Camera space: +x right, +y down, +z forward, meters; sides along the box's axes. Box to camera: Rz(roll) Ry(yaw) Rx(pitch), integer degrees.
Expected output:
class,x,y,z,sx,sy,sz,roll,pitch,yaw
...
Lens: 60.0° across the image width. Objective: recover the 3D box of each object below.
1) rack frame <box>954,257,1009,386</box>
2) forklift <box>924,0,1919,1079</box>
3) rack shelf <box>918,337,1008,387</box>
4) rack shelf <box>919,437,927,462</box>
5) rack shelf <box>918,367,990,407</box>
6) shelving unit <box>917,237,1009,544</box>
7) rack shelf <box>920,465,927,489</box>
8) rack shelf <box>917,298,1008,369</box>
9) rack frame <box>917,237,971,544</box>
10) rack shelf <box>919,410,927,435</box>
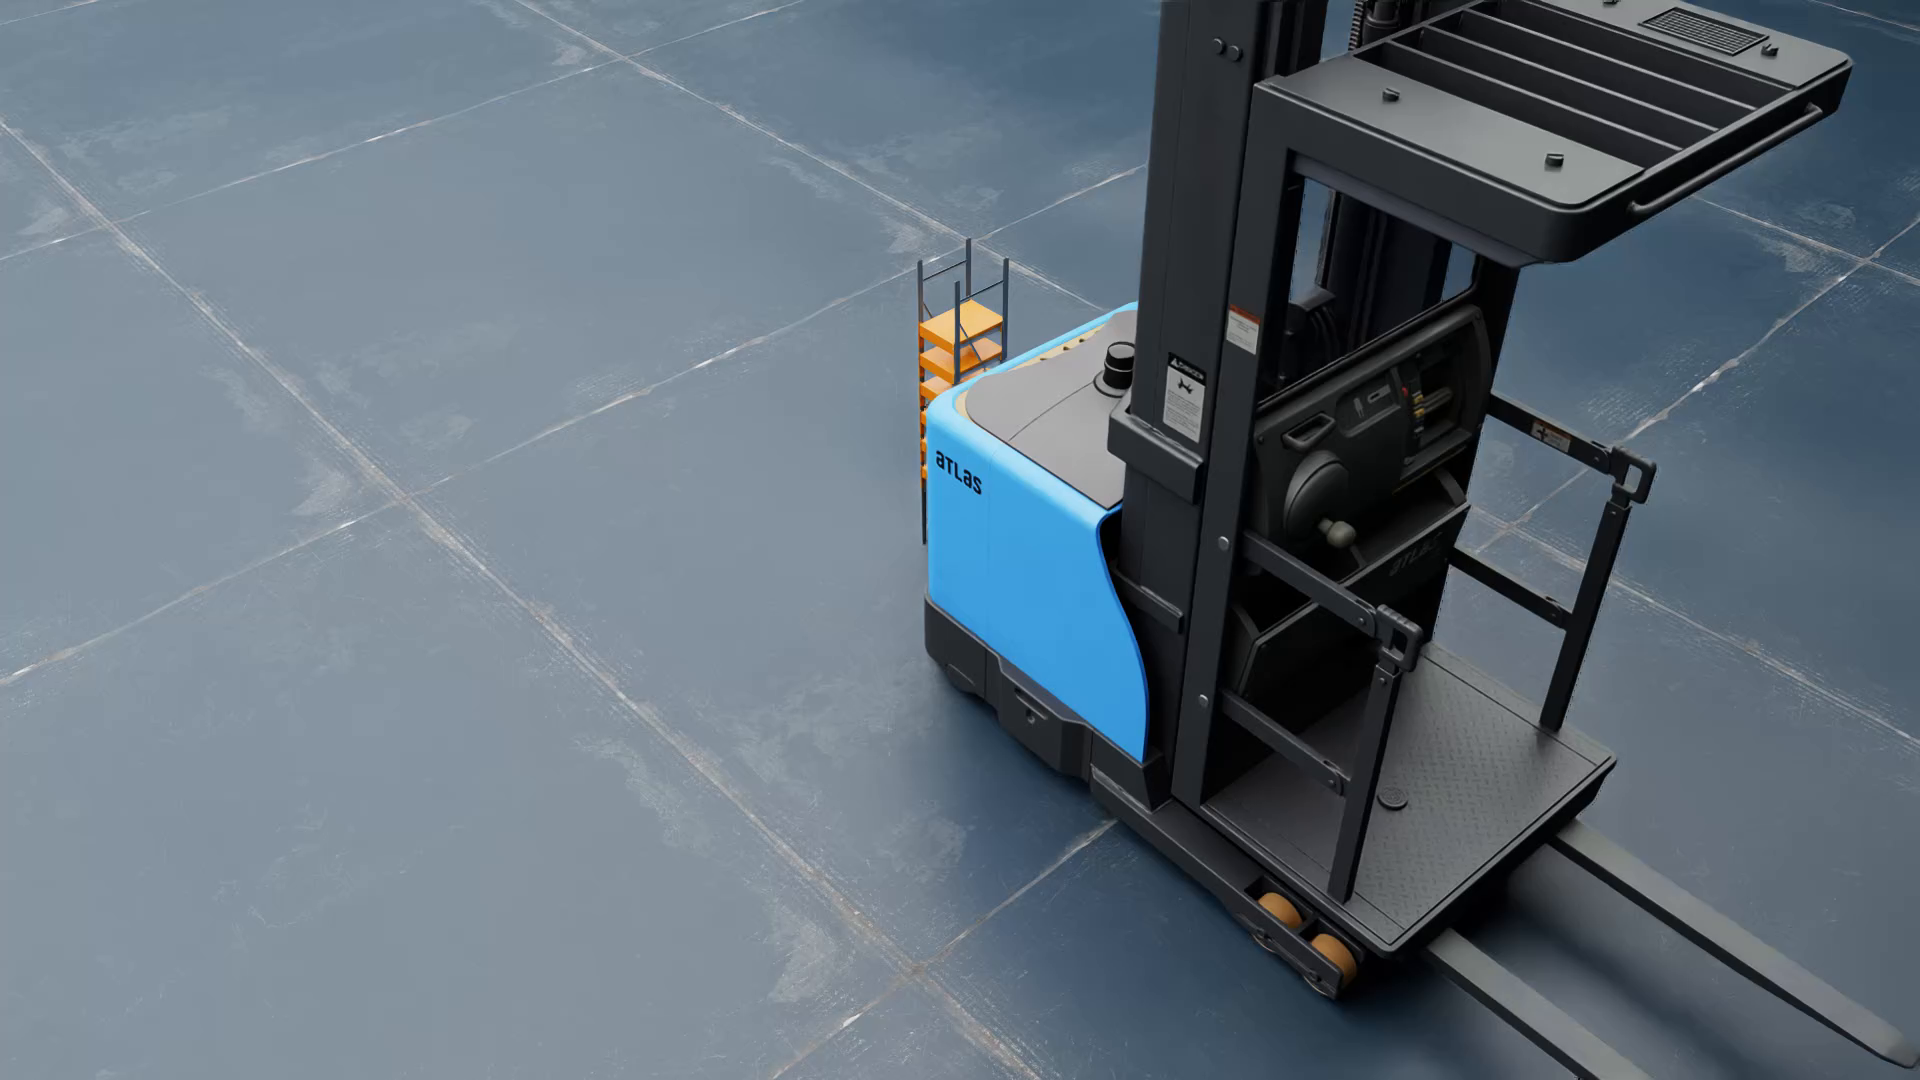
class,x,y,z,sx,sy,sz,roll,pitch,yaw
rack frame,0.072,-0.418,5.812,0.240,1.200,0.006,-30,48,-32
forklift,1.223,-0.229,4.201,1.130,2.935,3.031,-28,47,-31
rack shelf,0.010,-0.612,5.742,0.258,0.103,0.180,-30,48,-32
rack shelf,0.010,-0.332,5.968,0.258,0.103,0.180,-30,48,-32
rack shelf,0.010,-0.519,5.817,0.258,0.103,0.180,-30,48,-32
shelving unit,0.010,-0.460,5.865,0.258,1.200,0.189,-30,48,-32
rack shelf,0.010,-0.239,6.043,0.258,0.103,0.180,-30,48,-32
rack shelf,0.010,-0.706,5.666,0.258,0.103,0.180,-30,48,-32
rack frame,-0.052,-0.502,5.917,0.240,1.200,0.006,-30,48,-32
rack shelf,0.010,-0.426,5.893,0.258,0.103,0.180,-30,48,-32
